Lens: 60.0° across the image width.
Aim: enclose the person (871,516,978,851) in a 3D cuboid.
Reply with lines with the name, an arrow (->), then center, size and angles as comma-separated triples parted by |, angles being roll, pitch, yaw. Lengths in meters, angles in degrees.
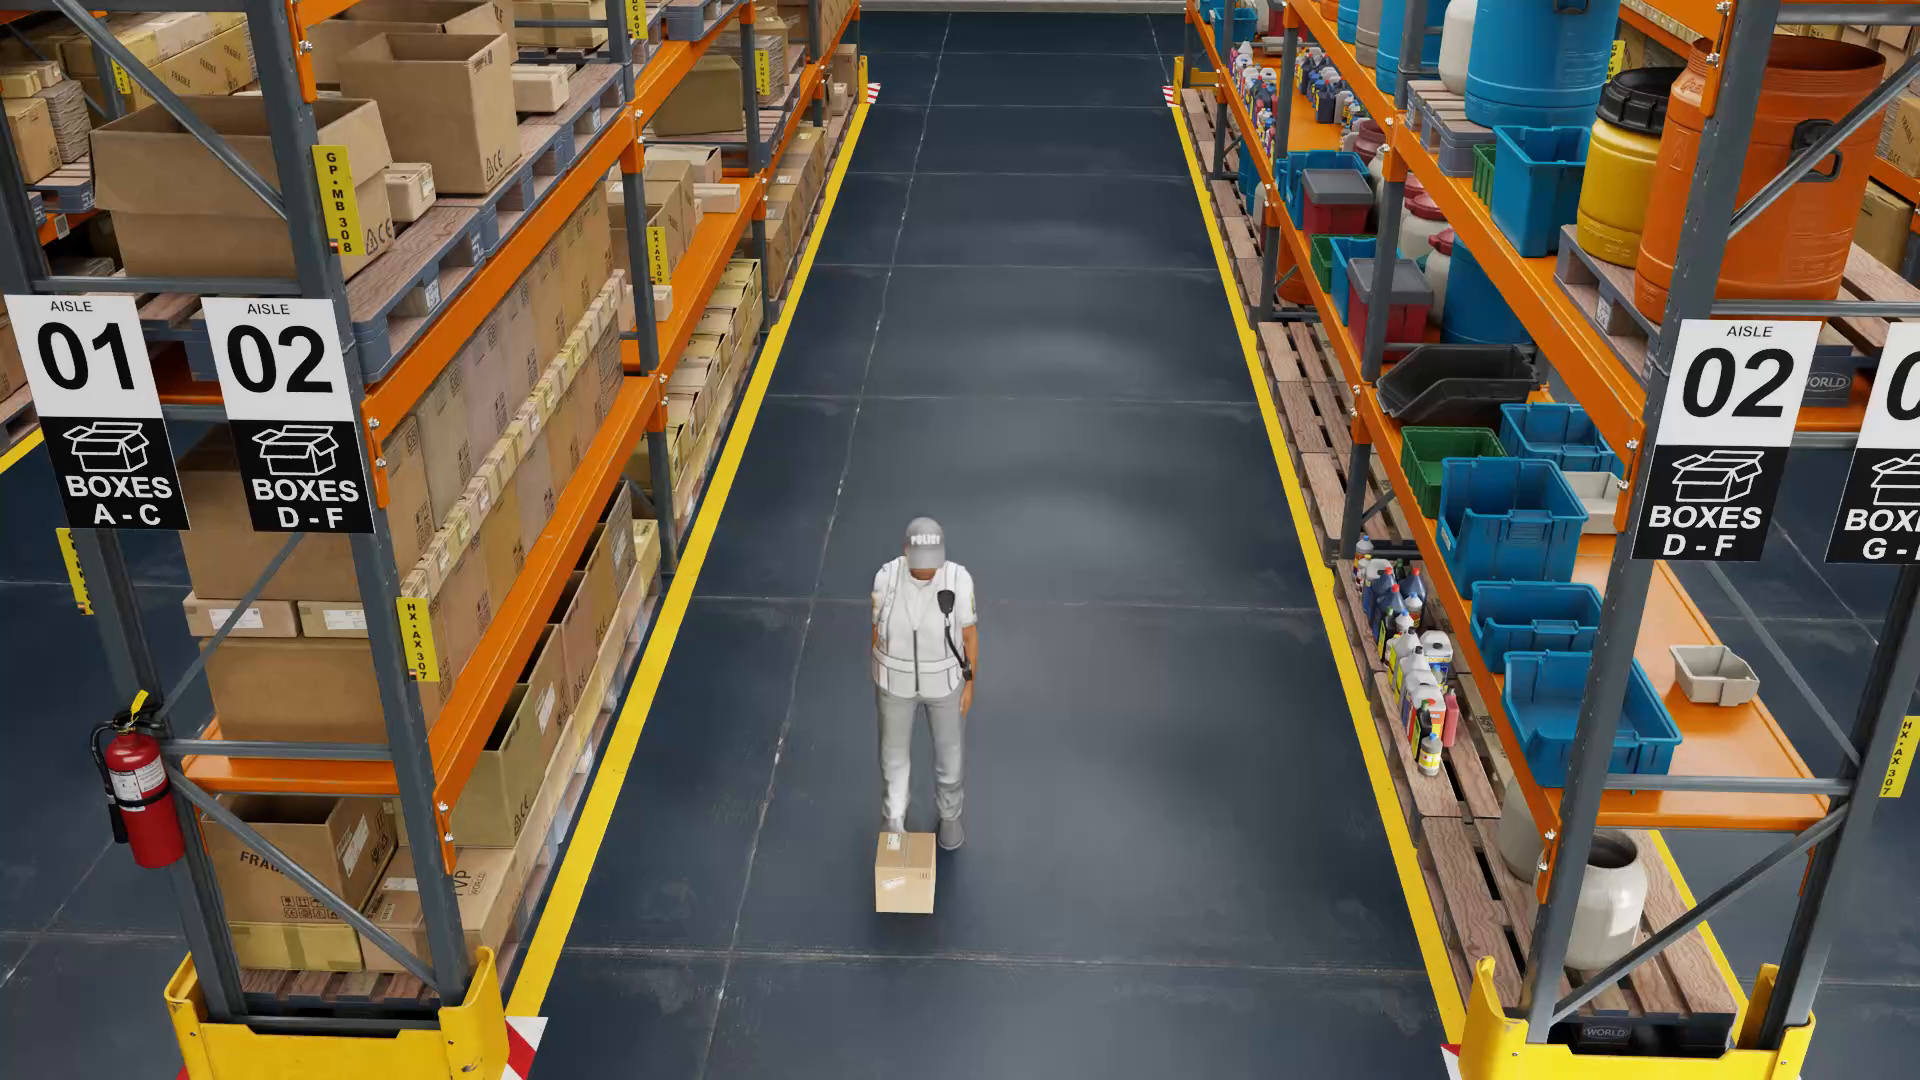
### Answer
person -> -0.157, 0.643, 7.435 | 0.471, 1.662, 0.390 | 1, 28, 2
